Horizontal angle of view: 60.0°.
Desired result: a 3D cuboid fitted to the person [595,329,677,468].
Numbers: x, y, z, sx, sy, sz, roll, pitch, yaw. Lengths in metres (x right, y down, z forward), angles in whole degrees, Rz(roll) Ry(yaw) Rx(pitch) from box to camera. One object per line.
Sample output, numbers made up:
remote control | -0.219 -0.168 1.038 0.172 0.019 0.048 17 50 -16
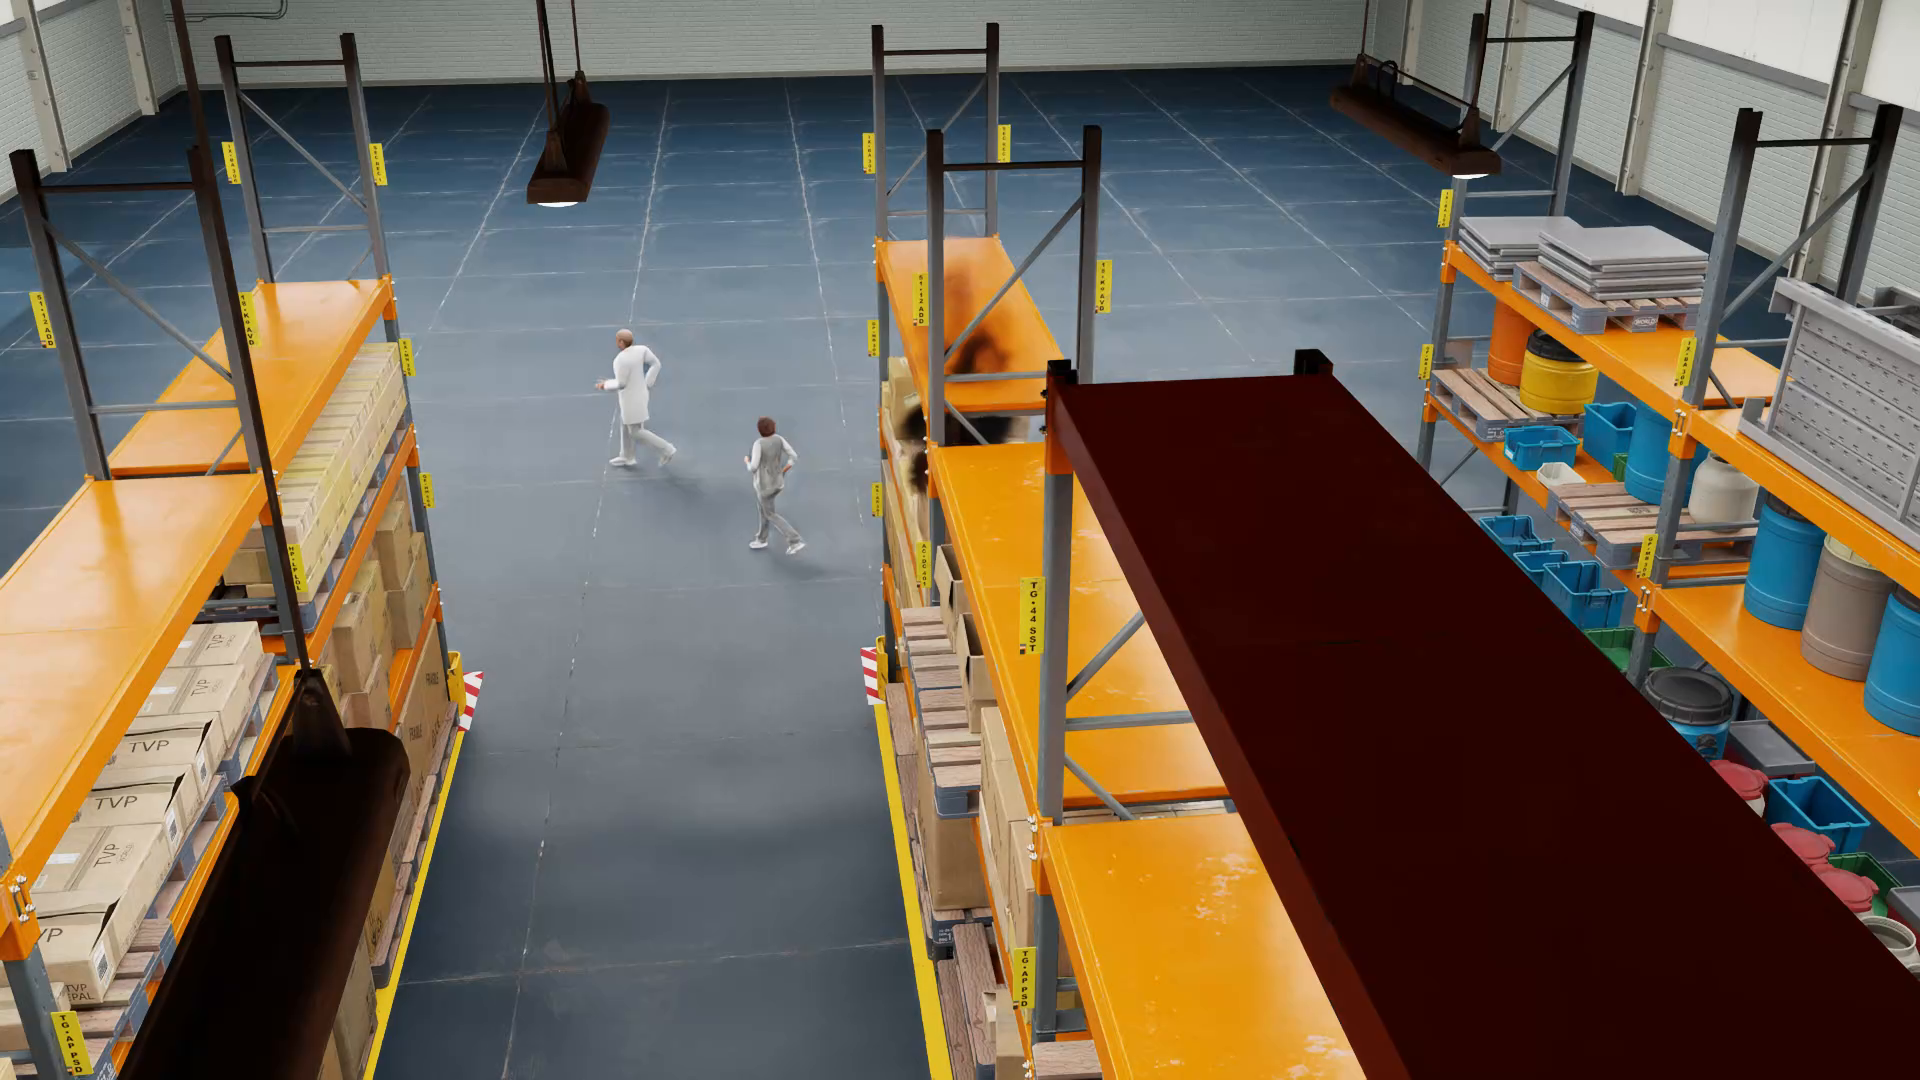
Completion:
person | -3.847 -1.663 19.958 1.007 1.773 0.682 9 27 18

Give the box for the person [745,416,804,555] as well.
person | -2.008 -0.554 17.812 0.820 1.613 0.489 19 31 34
